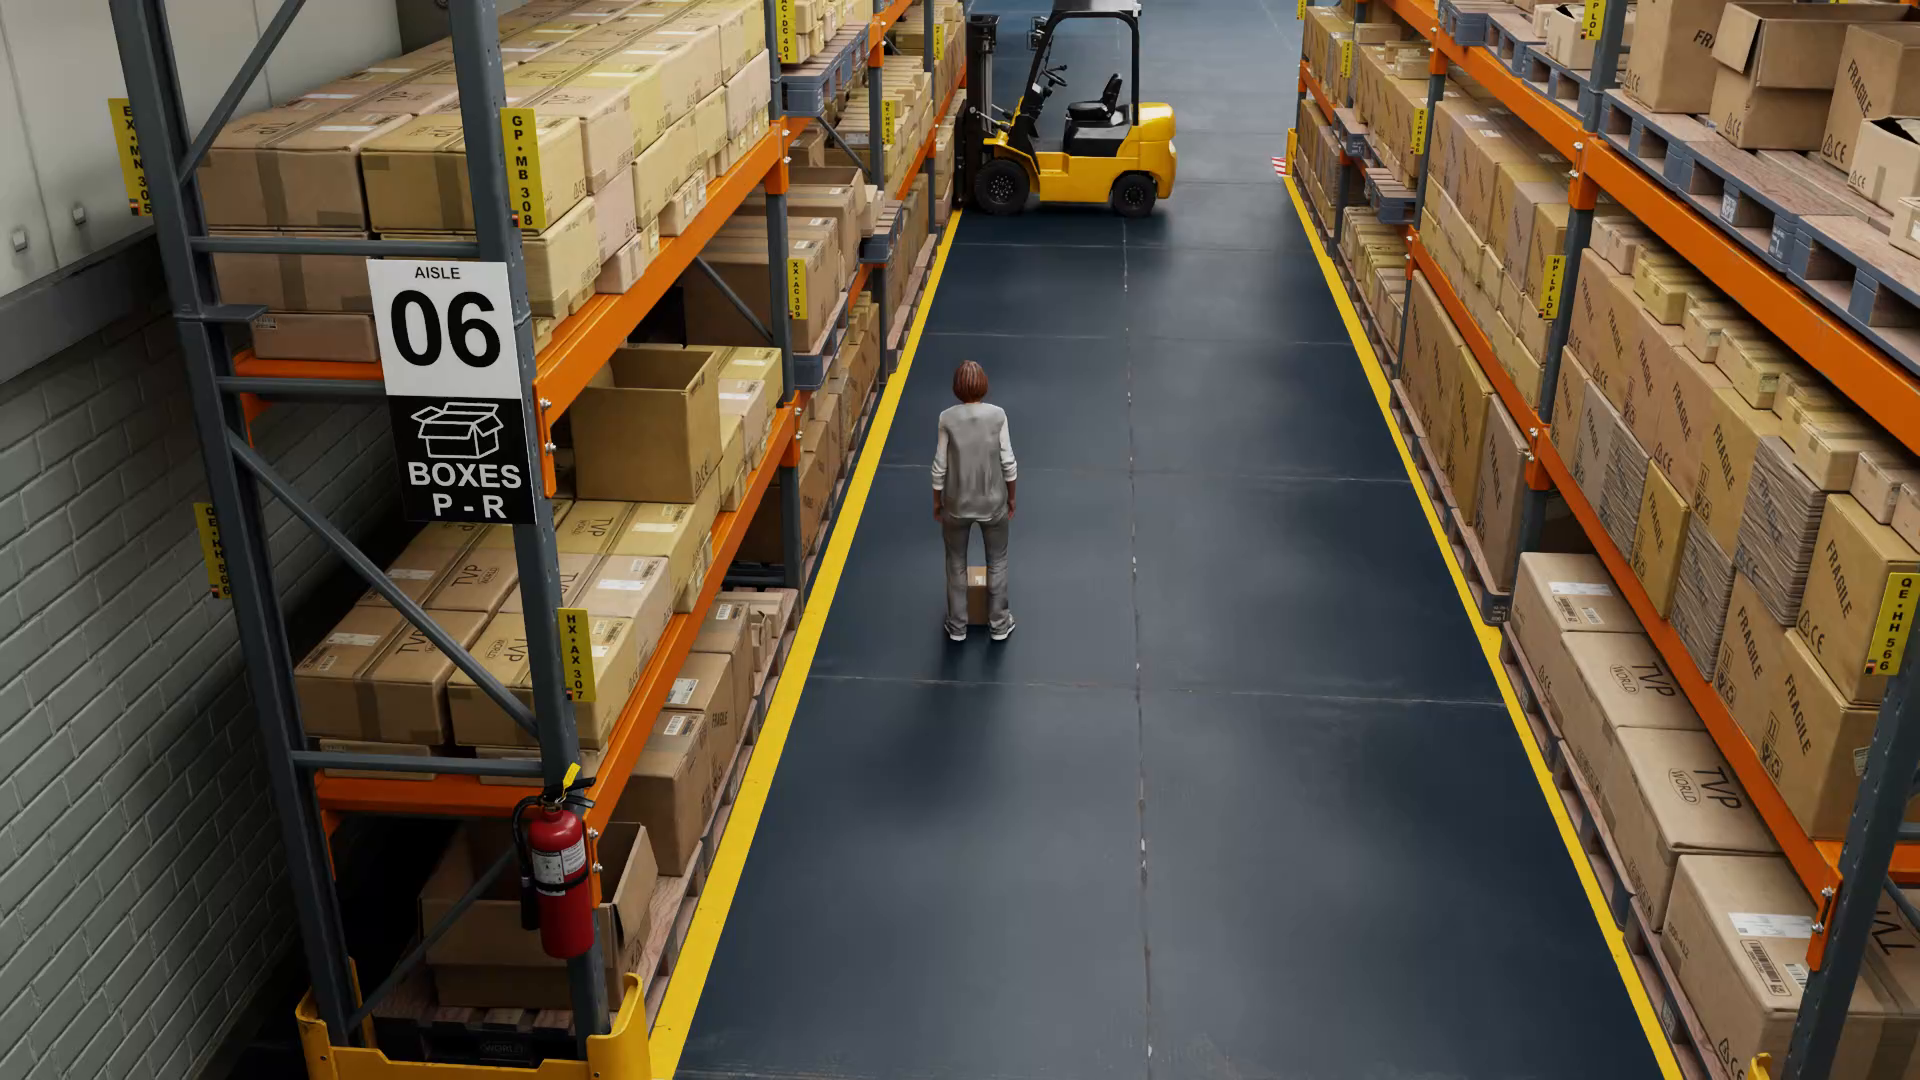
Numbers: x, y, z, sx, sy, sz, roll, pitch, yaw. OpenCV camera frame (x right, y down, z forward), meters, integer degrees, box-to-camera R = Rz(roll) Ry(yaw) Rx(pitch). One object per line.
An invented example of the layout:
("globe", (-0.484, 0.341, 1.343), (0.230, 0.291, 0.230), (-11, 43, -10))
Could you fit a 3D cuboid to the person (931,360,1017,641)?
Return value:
("person", (0.078, -0.188, 9.029), (0.469, 1.589, 0.350), (-1, 25, -2))
